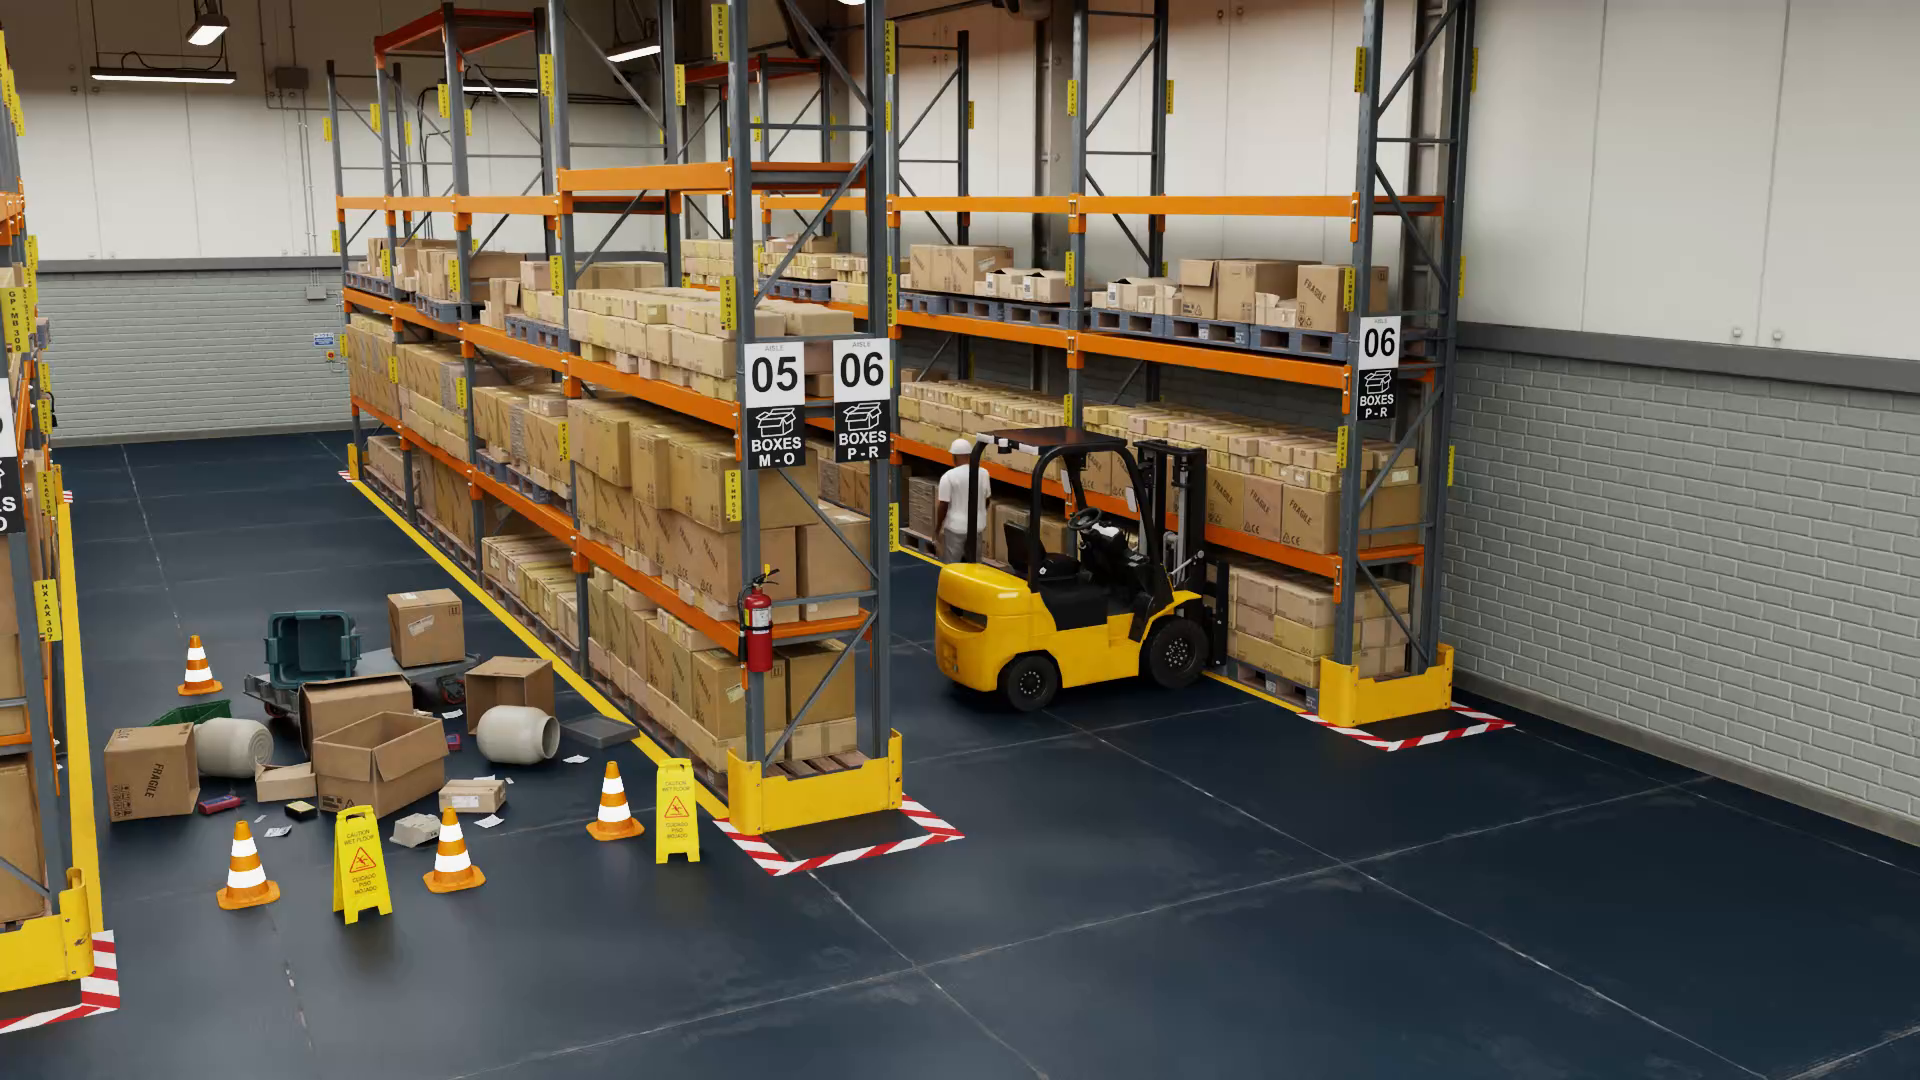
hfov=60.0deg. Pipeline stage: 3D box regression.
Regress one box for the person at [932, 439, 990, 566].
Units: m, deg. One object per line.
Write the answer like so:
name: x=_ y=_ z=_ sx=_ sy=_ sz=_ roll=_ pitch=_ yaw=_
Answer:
person: x=0.008 y=-0.125 z=16.514 sx=0.636 sy=1.761 sz=0.451 roll=-7 pitch=13 yaw=-29
